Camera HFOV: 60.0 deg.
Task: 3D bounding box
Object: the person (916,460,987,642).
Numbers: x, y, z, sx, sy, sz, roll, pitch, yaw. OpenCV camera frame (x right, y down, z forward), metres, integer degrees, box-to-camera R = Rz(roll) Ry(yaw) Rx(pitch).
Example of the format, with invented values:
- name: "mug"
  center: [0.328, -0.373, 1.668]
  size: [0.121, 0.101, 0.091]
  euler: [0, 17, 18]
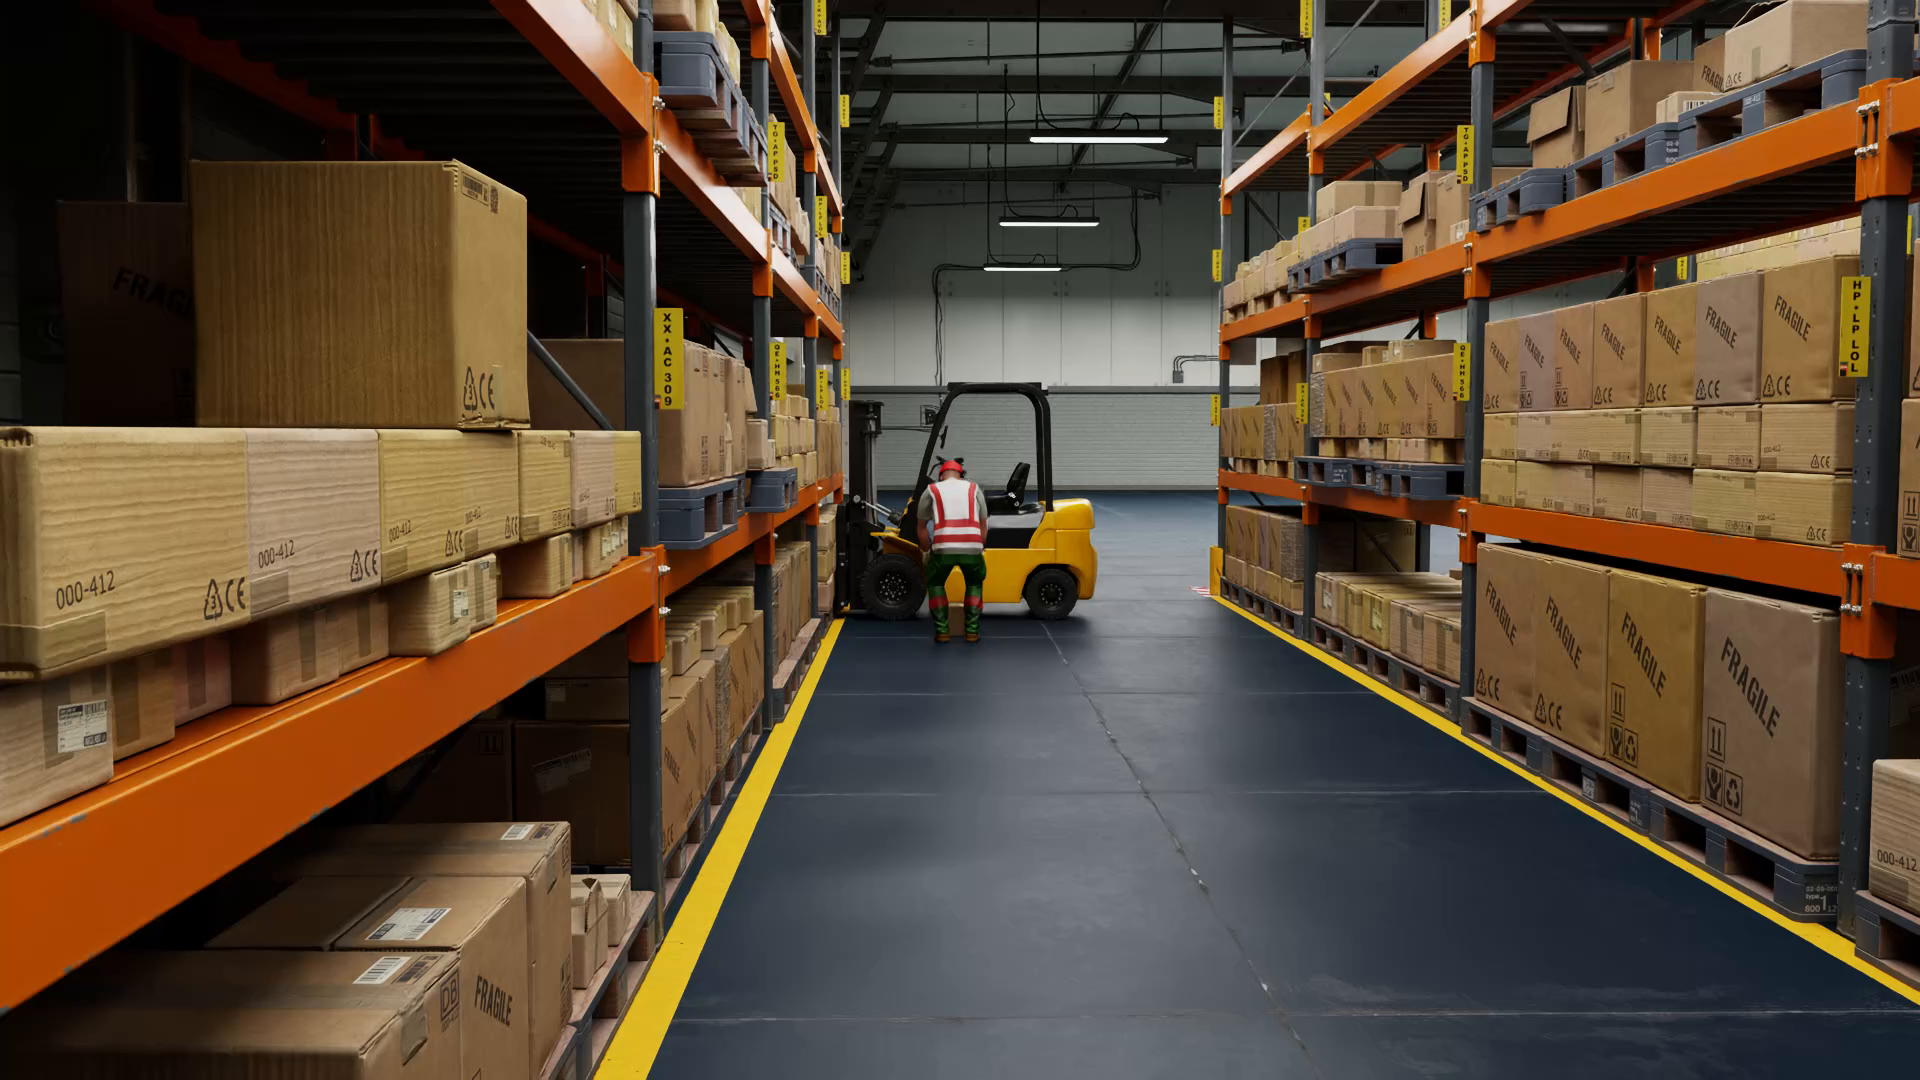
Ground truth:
- name: "person"
  center: [-0.065, 0.088, 13.599]
  size: [0.582, 1.471, 0.731]
  euler: [0, 4, -1]
